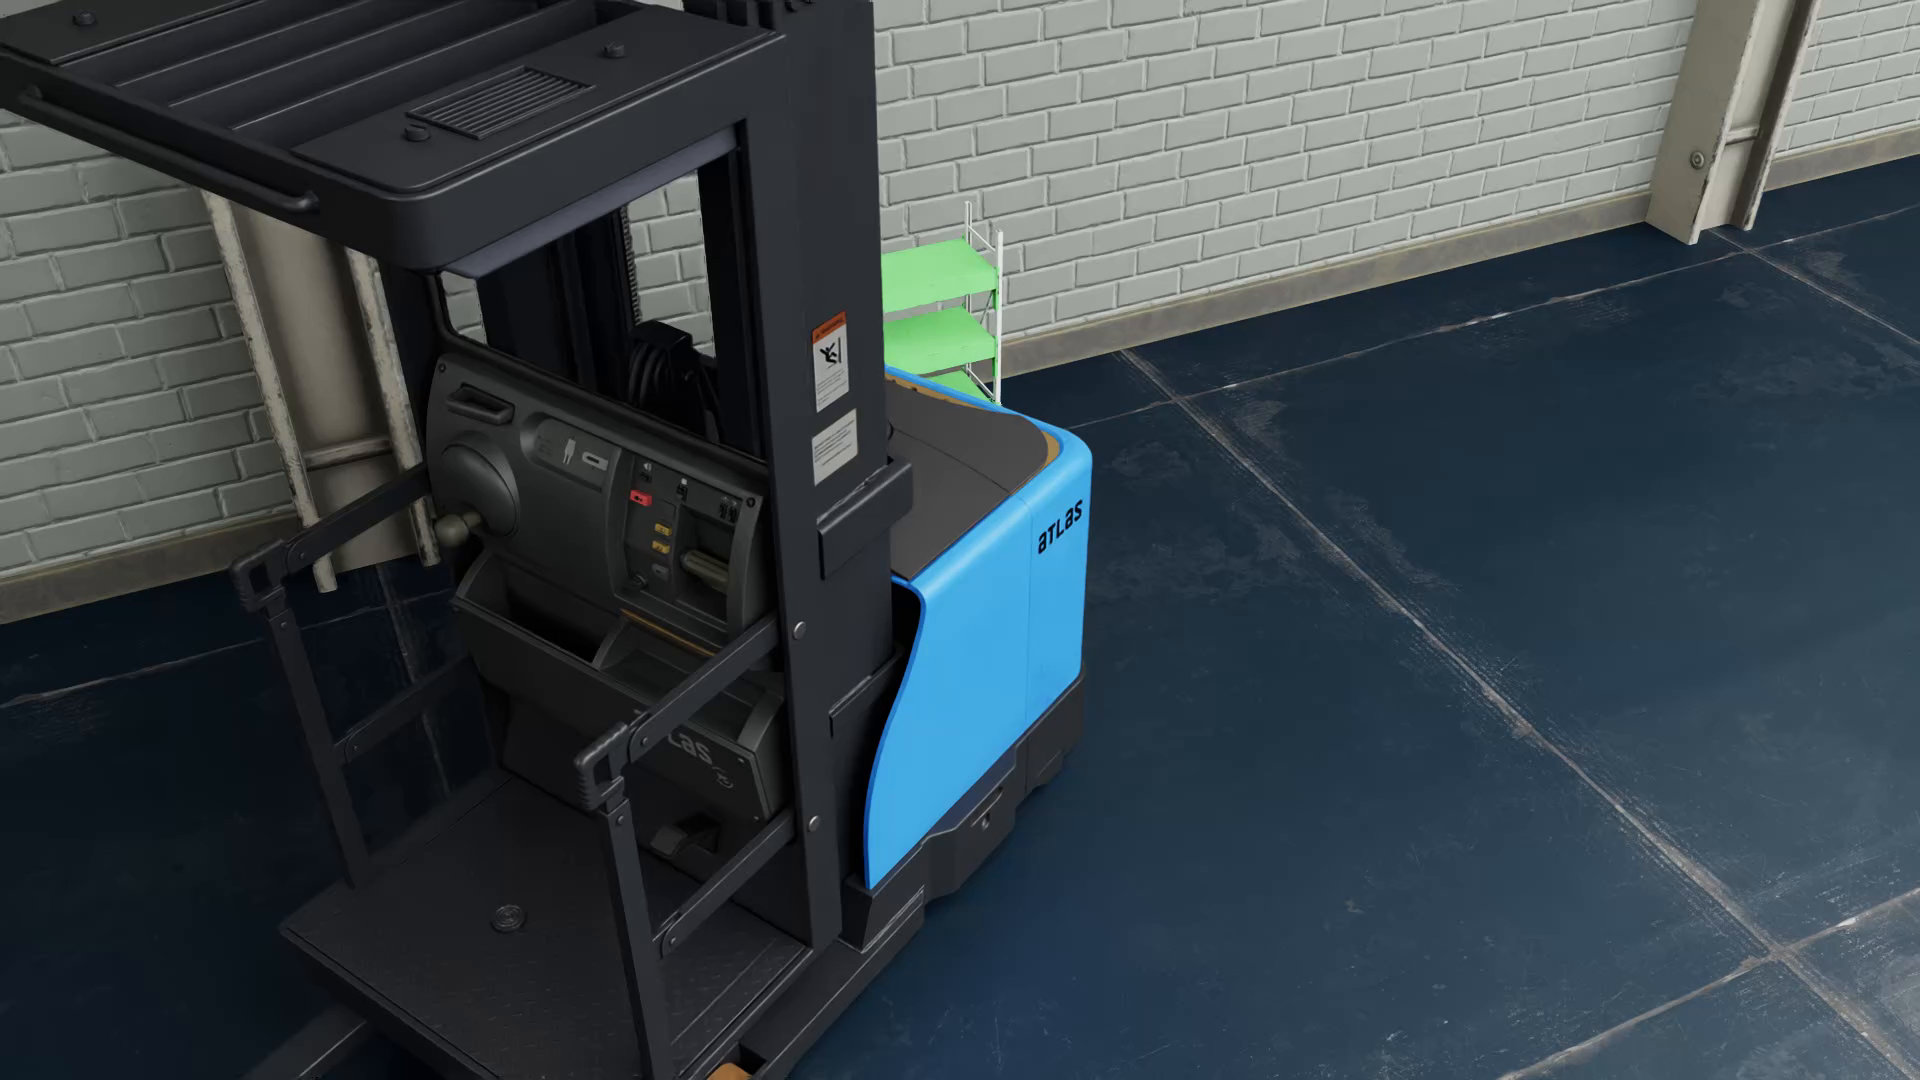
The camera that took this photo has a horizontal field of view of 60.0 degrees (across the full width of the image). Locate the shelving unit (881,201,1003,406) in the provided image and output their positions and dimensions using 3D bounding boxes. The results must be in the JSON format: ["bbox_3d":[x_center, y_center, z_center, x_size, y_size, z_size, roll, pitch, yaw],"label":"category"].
[{"bbox_3d":[-0.150,-0.440,5.336,0.503,1.200,0.258,-16,39,-20],"label":"shelving unit"}]

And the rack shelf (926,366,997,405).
[{"bbox_3d":[-0.150,-0.389,5.374,0.480,0.148,0.258,-16,39,-20],"label":"rack shelf"}]

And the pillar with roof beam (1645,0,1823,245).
[{"bbox_3d":[5.253,-2.767,1.926,0.400,9.000,9.100,-16,39,-20],"label":"pillar with roof beam"}]

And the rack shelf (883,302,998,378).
[{"bbox_3d":[-0.150,-0.581,5.231,0.480,0.148,0.258,-16,39,-20],"label":"rack shelf"}]

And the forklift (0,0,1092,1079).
[{"bbox_3d":[-0.898,-0.023,3.320,1.130,2.935,3.031,23,42,27],"label":"forklift"}]

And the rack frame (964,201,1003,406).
[{"bbox_3d":[0.071,-0.502,5.419,0.015,1.200,0.240,-16,39,-20],"label":"rack frame"}]

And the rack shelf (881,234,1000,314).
[{"bbox_3d":[-0.150,-0.774,5.088,0.480,0.148,0.258,-16,39,-20],"label":"rack shelf"}]
